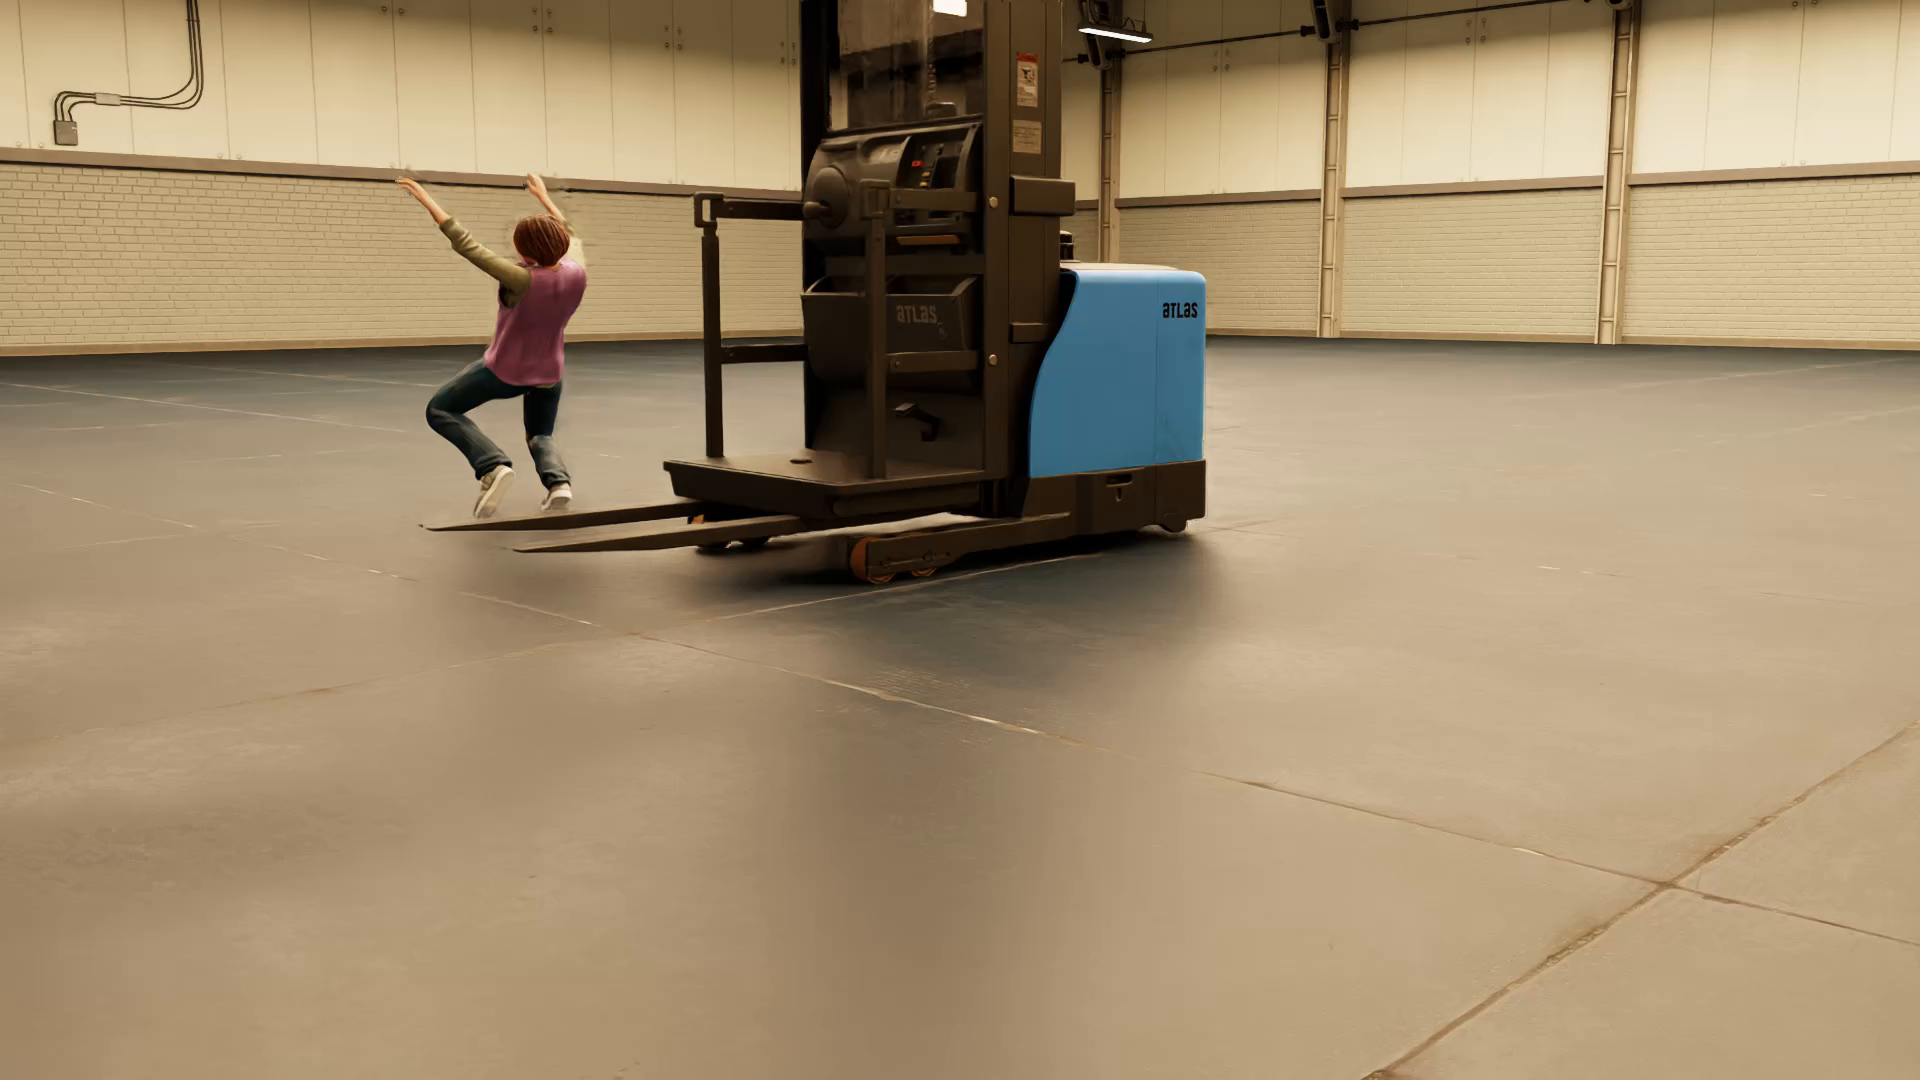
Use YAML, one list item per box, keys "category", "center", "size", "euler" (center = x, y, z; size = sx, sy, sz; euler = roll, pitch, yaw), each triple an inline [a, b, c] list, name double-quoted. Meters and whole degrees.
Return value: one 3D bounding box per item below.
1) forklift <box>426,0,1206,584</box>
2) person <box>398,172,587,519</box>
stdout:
- category: "forklift"
  center: [-0.419, -1.384, 6.062]
  size: [3.031, 2.935, 1.130]
  euler: [-8, 11, -41]
- category: "person"
  center: [-1.971, -0.830, 7.105]
  size: [0.697, 1.502, 0.873]
  euler: [8, 12, 44]
